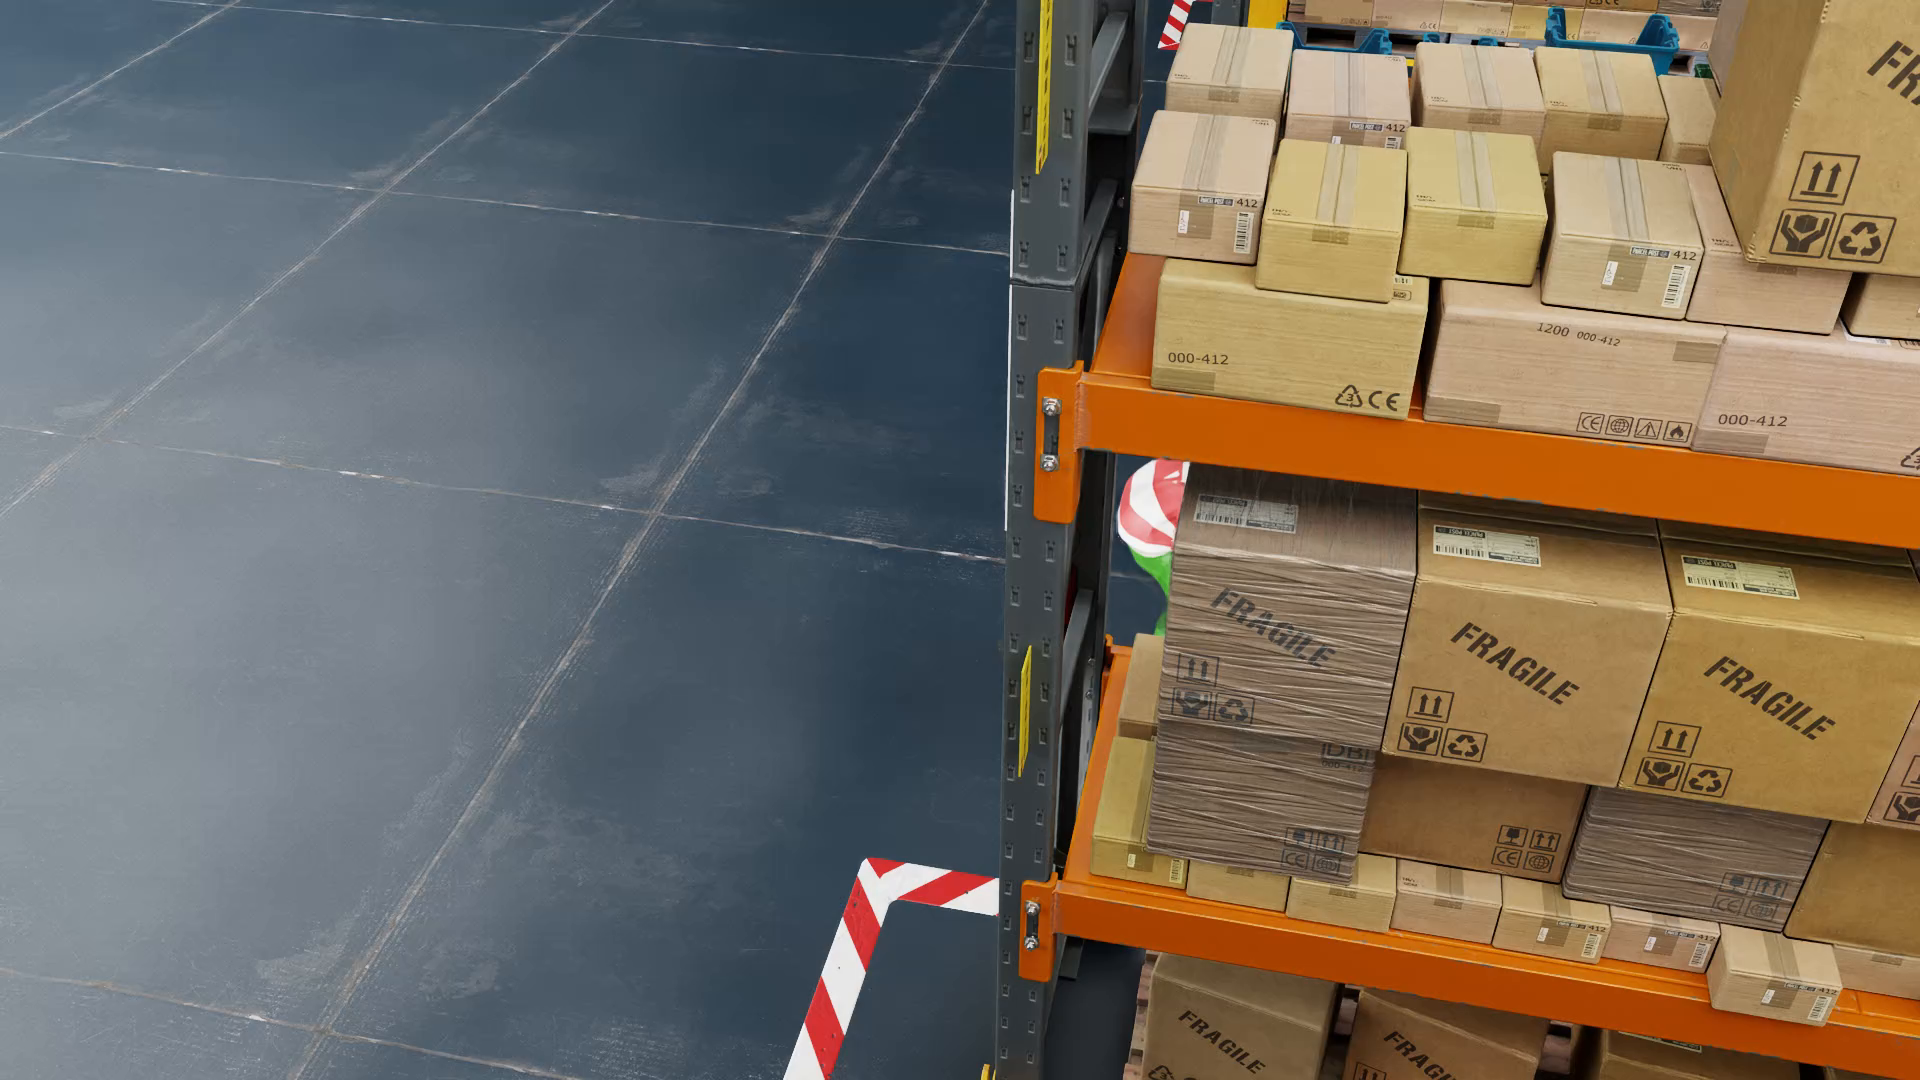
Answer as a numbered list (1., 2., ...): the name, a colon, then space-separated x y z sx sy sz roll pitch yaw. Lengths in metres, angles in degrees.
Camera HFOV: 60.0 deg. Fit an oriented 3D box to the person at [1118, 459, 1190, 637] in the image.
1. person: 1.075 0.152 6.472 0.951 1.134 0.517 6 37 8
